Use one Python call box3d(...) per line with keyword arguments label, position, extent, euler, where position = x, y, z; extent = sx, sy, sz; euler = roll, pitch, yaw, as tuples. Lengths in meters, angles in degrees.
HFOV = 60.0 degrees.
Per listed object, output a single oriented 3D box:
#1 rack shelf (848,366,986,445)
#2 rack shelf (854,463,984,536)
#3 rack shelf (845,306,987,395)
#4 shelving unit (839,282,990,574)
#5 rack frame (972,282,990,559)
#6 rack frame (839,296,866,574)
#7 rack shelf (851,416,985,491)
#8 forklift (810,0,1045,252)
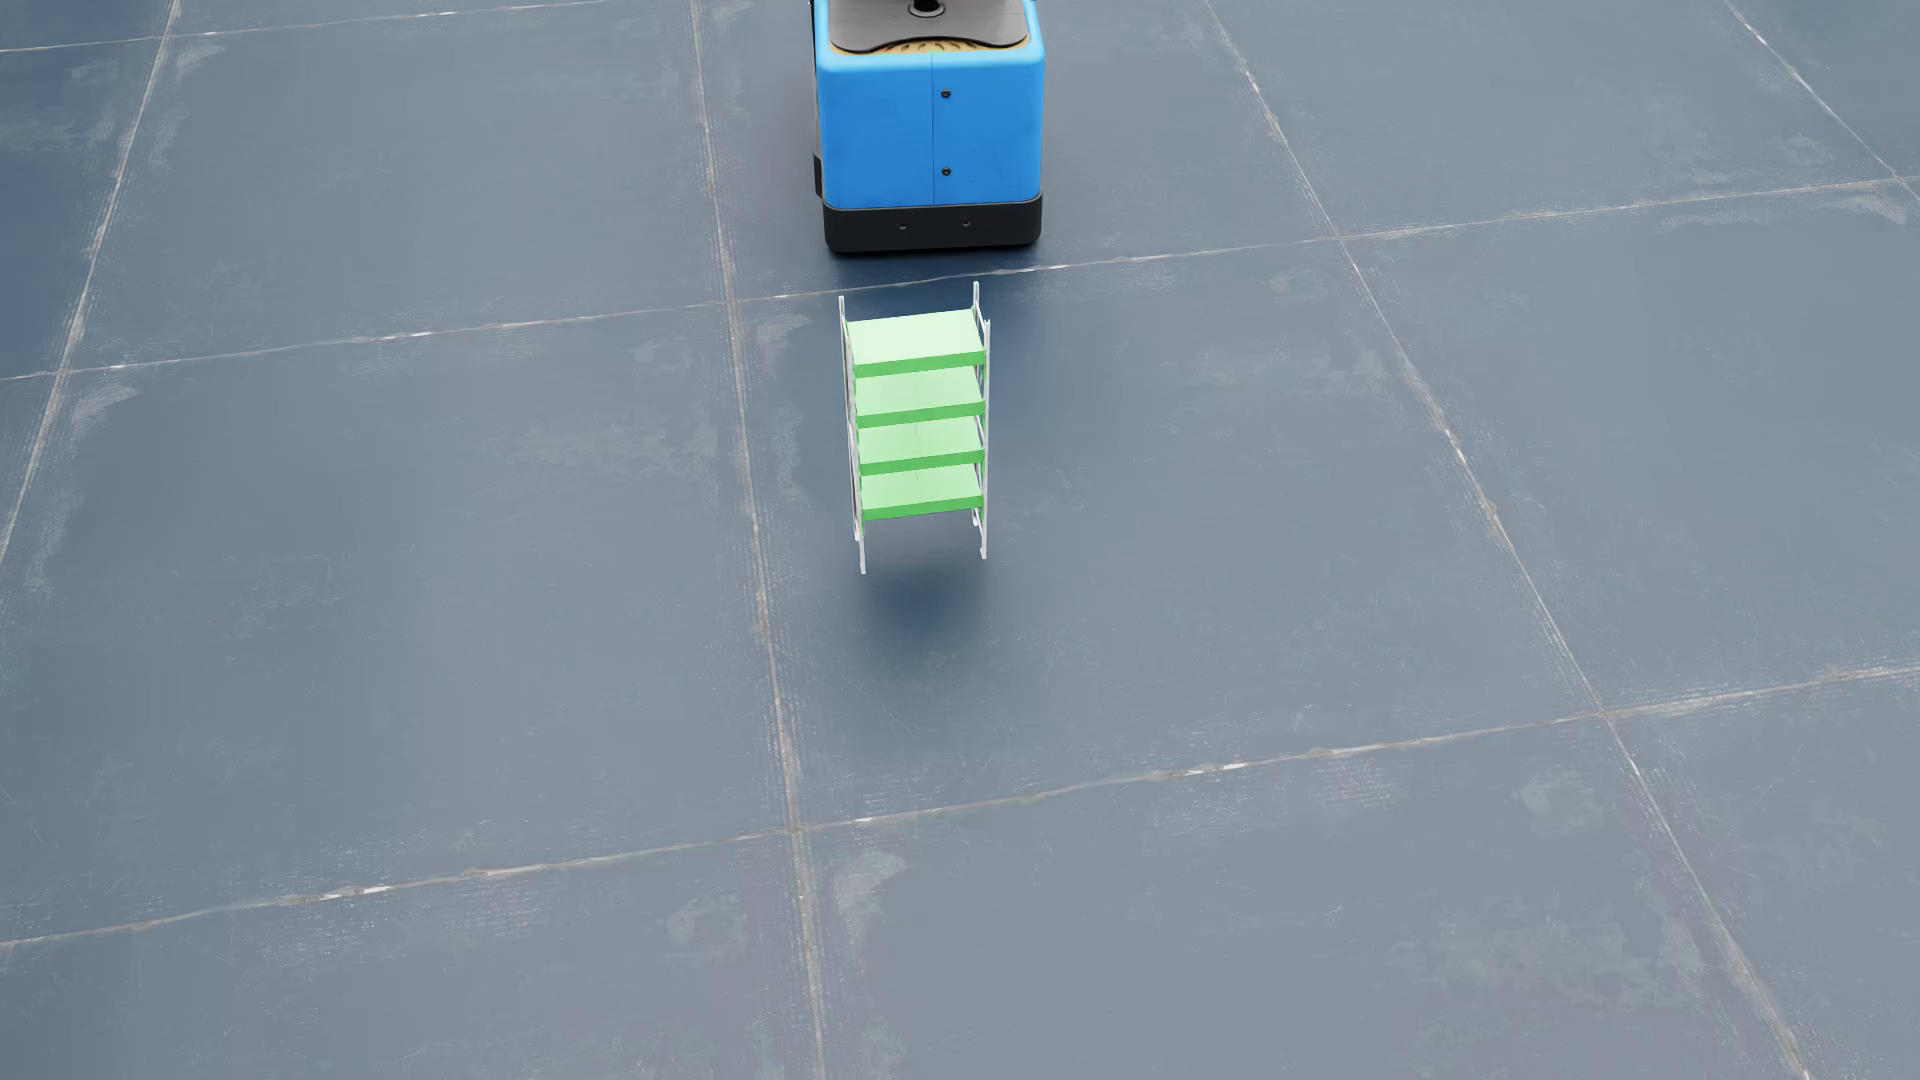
box3d(label="rack shelf", position=(-0.163, -0.518, 6.172), extent=(0.480, 0.148, 0.258), euler=(-7, 46, -7))
box3d(label="rack shelf", position=(-0.163, -0.185, 6.517), extent=(0.480, 0.148, 0.258), euler=(-7, 46, -7))
box3d(label="rack shelf", position=(-0.163, -0.685, 5.999), extent=(0.480, 0.148, 0.258), euler=(-7, 46, -7))
box3d(label="shelving unit", position=(-0.163, -0.396, 6.298), extent=(0.503, 1.200, 0.258), euler=(-7, 46, -7))
box3d(label="rack frame", position=(0.077, -0.426, 6.327), extent=(0.015, 1.200, 0.240), euler=(-7, 46, -7))
box3d(label="rack frame", position=(-0.404, -0.366, 6.269), extent=(0.015, 1.200, 0.240), euler=(-7, 46, -7))
box3d(label="rack shelf", position=(-0.163, -0.352, 6.344), extent=(0.480, 0.148, 0.258), euler=(-7, 46, -7))
box3d(label="forklift", position=(-0.235, -3.458, 8.046), extent=(1.130, 2.935, 3.031), euler=(-3, 46, -3))
